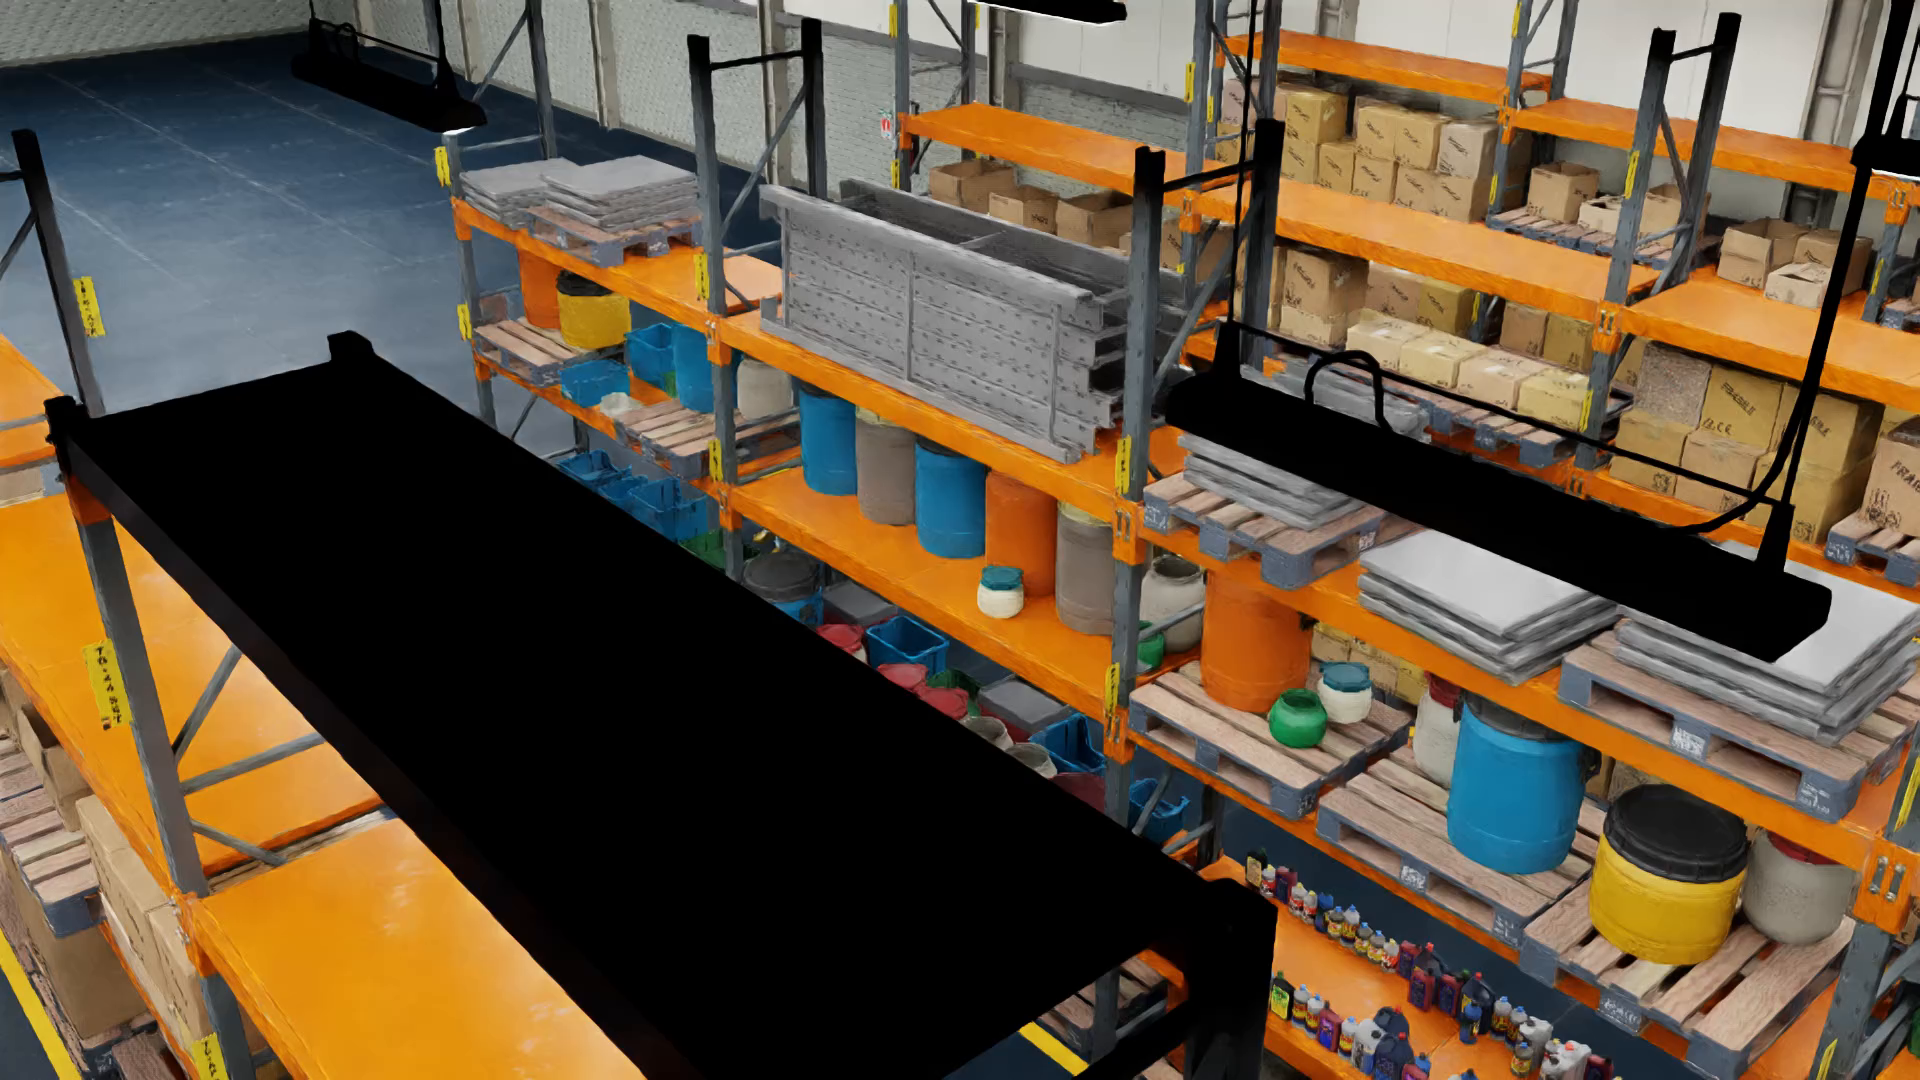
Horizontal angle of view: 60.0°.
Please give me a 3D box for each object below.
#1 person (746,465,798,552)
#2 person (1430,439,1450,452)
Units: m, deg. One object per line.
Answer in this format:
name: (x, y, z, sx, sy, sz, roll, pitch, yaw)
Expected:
person: (-1.920, -0.650, 16.904, 0.607, 1.762, 0.456, 9, 28, 17)
person: (5.023, -0.983, 17.609, 0.729, 1.733, 0.546, -22, 34, -37)
